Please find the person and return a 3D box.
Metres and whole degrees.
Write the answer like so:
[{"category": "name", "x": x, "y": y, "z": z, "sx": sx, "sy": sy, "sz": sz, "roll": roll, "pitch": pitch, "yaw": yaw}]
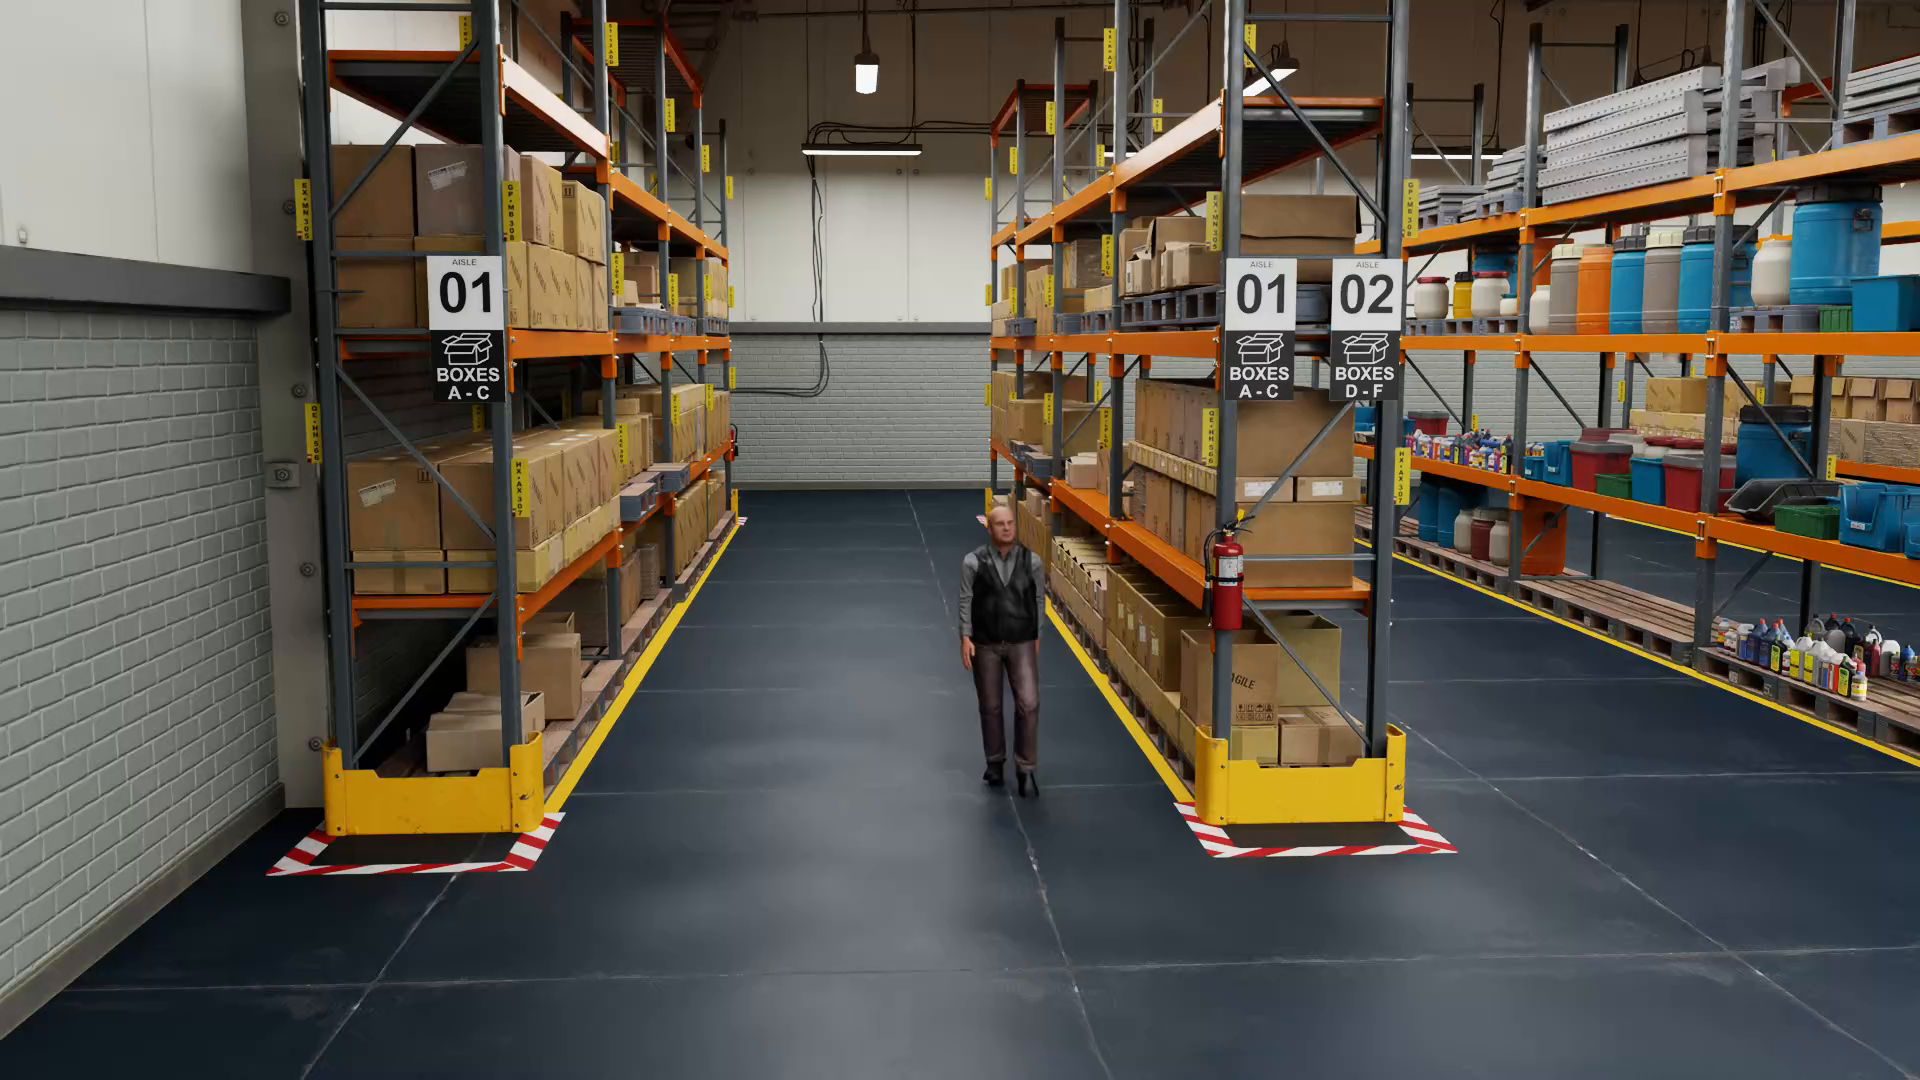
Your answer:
[{"category": "person", "x": 0.261, "y": 0.688, "z": 10.191, "sx": 0.553, "sy": 1.786, "sz": 0.551, "roll": 0, "pitch": 7, "yaw": -2}]
